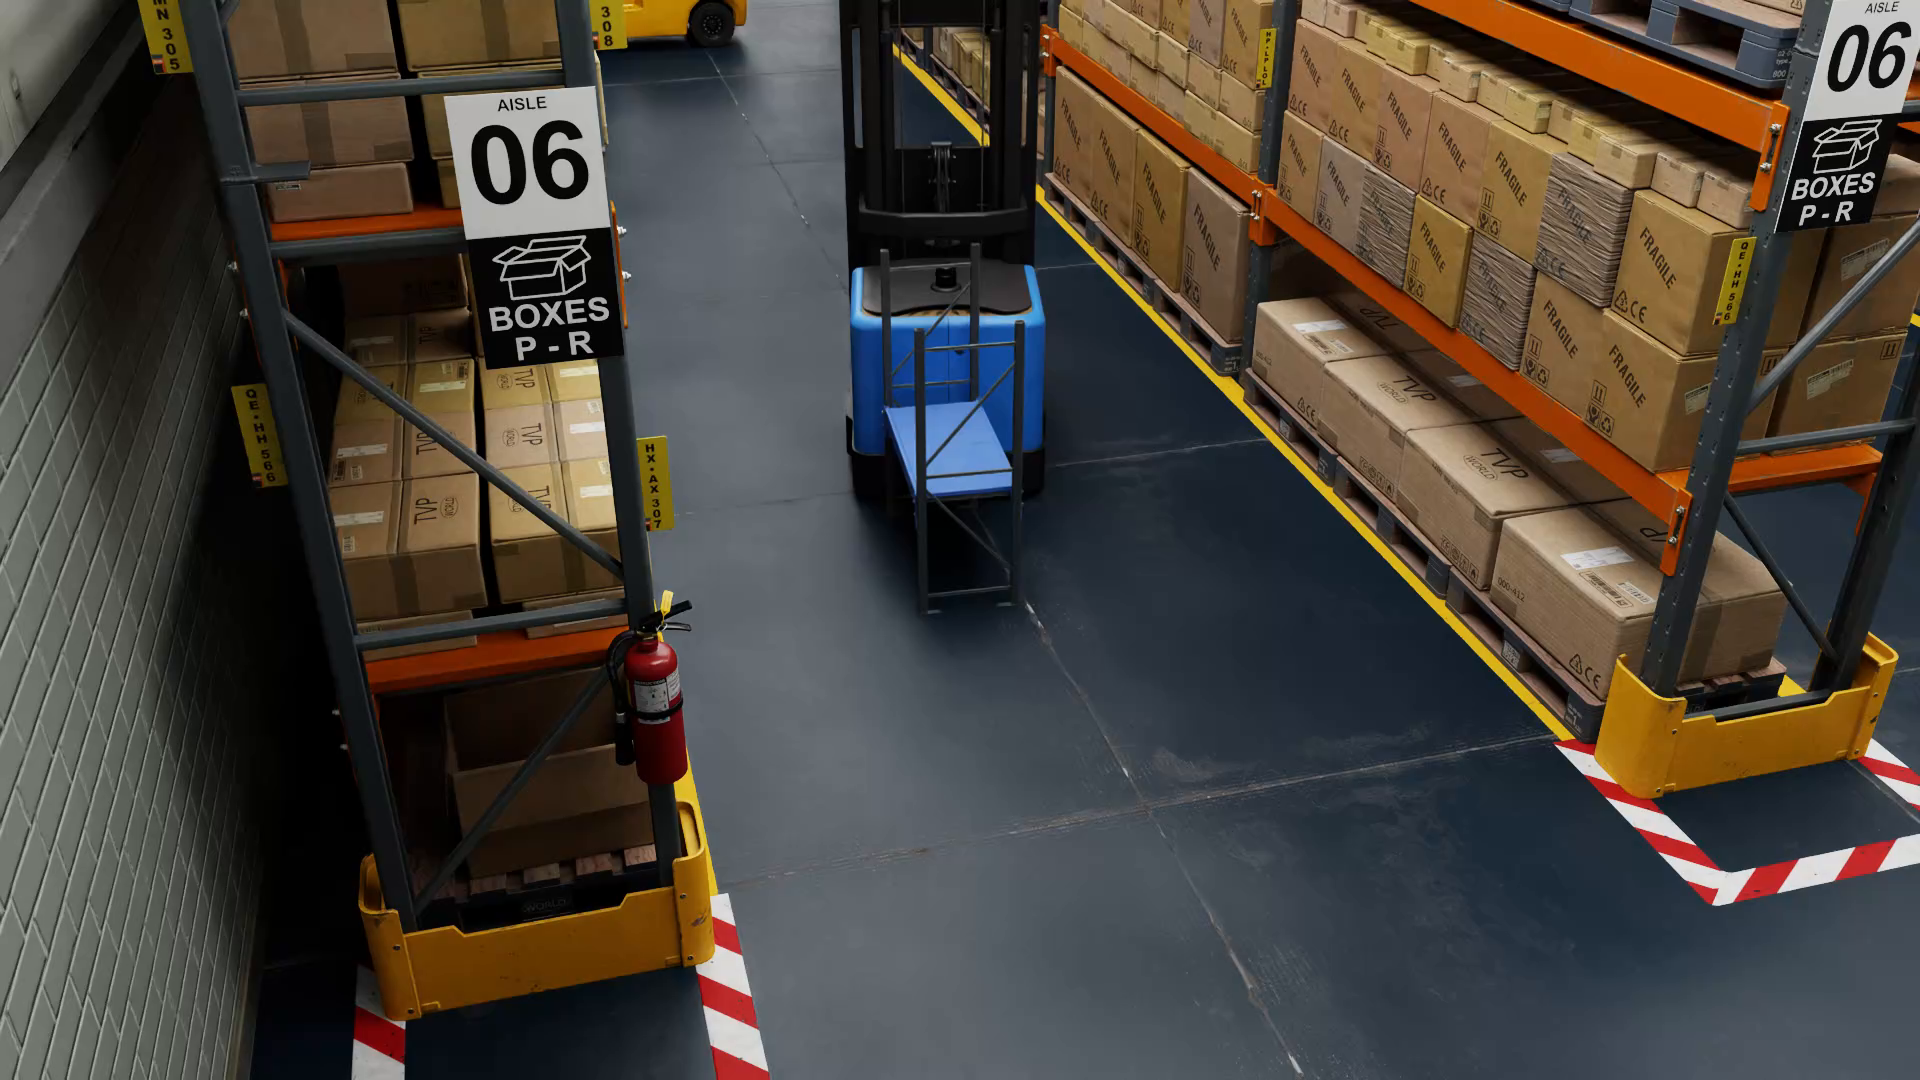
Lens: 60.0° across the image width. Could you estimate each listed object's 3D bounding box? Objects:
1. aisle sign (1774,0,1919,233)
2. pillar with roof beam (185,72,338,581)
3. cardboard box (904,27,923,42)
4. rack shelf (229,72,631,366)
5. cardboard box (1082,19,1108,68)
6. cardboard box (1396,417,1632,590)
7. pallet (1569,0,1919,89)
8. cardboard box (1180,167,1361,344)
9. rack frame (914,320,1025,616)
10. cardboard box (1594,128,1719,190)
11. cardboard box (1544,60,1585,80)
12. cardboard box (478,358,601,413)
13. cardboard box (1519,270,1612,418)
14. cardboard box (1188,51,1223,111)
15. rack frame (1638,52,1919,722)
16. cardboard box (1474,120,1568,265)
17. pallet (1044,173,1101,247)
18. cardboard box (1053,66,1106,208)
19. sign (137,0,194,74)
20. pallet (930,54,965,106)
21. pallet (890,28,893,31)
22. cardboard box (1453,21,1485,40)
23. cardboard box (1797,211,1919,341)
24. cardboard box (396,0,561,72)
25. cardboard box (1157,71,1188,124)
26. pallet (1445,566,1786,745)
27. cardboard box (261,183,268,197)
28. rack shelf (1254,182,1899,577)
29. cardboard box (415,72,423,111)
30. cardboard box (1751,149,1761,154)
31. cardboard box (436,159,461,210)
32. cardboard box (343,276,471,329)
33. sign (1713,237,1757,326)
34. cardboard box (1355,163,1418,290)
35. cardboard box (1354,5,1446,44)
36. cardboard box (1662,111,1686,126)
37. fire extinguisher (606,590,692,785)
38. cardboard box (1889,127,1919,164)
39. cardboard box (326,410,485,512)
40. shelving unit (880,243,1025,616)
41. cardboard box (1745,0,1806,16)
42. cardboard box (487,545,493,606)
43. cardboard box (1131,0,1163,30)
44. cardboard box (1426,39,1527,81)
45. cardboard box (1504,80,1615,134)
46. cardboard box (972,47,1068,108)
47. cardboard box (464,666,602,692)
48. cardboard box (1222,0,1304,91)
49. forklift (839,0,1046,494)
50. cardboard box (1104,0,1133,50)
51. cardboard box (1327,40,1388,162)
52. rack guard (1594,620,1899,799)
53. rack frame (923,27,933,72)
[{"bbox_3d":[3.028,-1.437,5.643,0.394,0.787,0.004,-8,31,-13],"label":"aisle sign"},{"bbox_3d":[0.928,-4.371,7.318,9.100,9.000,0.400,-8,31,-13],"label":"pillar with roof beam"},{"bbox_3d":[-0.293,-5.425,17.454,0.500,0.250,0.500,-6,31,-11],"label":"cardboard box"},{"bbox_3d":[-2.008,-1.679,6.380,1.077,0.370,4.000,-8,31,-13],"label":"rack shelf"},{"bbox_3d":[1.225,-3.671,12.248,0.500,0.250,0.500,-9,31,-15],"label":"cardboard box"},{"bbox_3d":[2.785,-0.207,8.252,0.875,0.438,0.875,-7,31,-12],"label":"cardboard box"},{"bbox_3d":[3.101,-2.005,6.313,1.003,0.211,1.213,-8,31,-13],"label":"pallet"},{"bbox_3d":[2.004,-1.871,10.690,0.875,0.875,0.875,-7,31,-12],"label":"cardboard box"},{"bbox_3d":[0.044,-0.308,7.785,0.500,1.500,0.032,-6,31,-9],"label":"rack frame"},{"bbox_3d":[2.779,-1.524,6.644,0.380,0.149,0.250,-8,31,-14],"label":"cardboard box"},{"bbox_3d":[2.993,-2.228,7.859,0.380,0.149,0.250,-8,31,-13],"label":"cardboard box"},{"bbox_3d":[-1.609,-0.533,6.529,0.500,0.250,0.500,-8,31,-14],"label":"cardboard box"},{"bbox_3d":[2.806,-0.873,7.165,0.500,0.500,0.500,-8,31,-14],"label":"cardboard box"},{"bbox_3d":[1.755,-2.892,10.403,0.500,0.250,0.500,-7,31,-12],"label":"cardboard box"},{"bbox_3d":[3.308,-0.388,6.426,1.000,3.000,0.127,-8,31,-13],"label":"rack frame"},{"bbox_3d":[2.655,-1.553,7.341,0.500,0.500,0.500,-8,31,-14],"label":"cardboard box"},{"bbox_3d":[1.321,-2.654,13.125,1.003,0.211,1.213,-8,31,-13],"label":"pallet"},{"bbox_3d":[1.288,-3.169,12.933,0.875,0.875,0.875,-8,31,-14],"label":"cardboard box"},{"bbox_3d":[-2.017,-1.343,4.198,0.100,0.325,0.005,-8,31,-13],"label":"sign"},{"bbox_3d":[0.331,-4.601,16.488,1.003,0.211,1.213,-8,31,-13],"label":"pallet"},{"bbox_3d":[-0.417,-5.887,18.710,1.003,0.211,1.213,-8,31,-13],"label":"pallet"},{"bbox_3d":[2.741,-2.587,8.479,0.380,0.149,0.250,-8,31,-14],"label":"cardboard box"},{"bbox_3d":[3.455,-1.134,6.616,0.500,0.500,0.500,-9,31,-14],"label":"cardboard box"},{"bbox_3d":[-1.353,-1.552,4.797,0.500,0.250,0.500,-8,31,-14],"label":"cardboard box"},{"bbox_3d":[1.634,-2.930,10.968,0.500,0.250,0.500,-9,31,-15],"label":"cardboard box"},{"bbox_3d":[3.020,0.443,7.774,1.003,0.211,1.213,-8,31,-13],"label":"pallet"},{"bbox_3d":[-1.914,-1.159,5.014,0.380,0.149,0.250,-7,31,-12],"label":"cardboard box"},{"bbox_3d":[2.777,-1.042,8.275,1.077,0.370,4.000,-8,31,-13],"label":"rack shelf"},{"bbox_3d":[-1.486,-1.582,5.347,0.500,0.250,0.500,-7,31,-12],"label":"cardboard box"},{"bbox_3d":[3.342,-1.470,6.550,0.380,0.149,0.250,-7,31,-12],"label":"cardboard box"},{"bbox_3d":[-1.337,-1.100,4.913,0.380,0.149,0.250,-7,31,-12],"label":"cardboard box"},{"bbox_3d":[-2.393,-0.956,7.260,0.500,0.250,0.500,-7,31,-12],"label":"cardboard box"},{"bbox_3d":[2.781,-0.926,5.963,0.100,0.325,0.005,-8,31,-13],"label":"sign"},{"bbox_3d":[2.374,-1.617,8.449,0.500,0.500,0.500,-8,31,-13],"label":"cardboard box"},{"bbox_3d":[2.272,-2.650,8.589,0.380,0.149,0.250,-8,31,-14],"label":"cardboard box"},{"bbox_3d":[3.176,-1.855,7.216,0.380,0.149,0.250,-8,31,-13],"label":"cardboard box"},{"bbox_3d":[-0.992,0.478,5.379,0.296,0.674,0.183,-8,31,-13],"label":"fire extinguisher"},{"bbox_3d":[6.550,-2.777,11.882,0.500,0.250,0.500,-9,31,-15],"label":"cardboard box"},{"bbox_3d":[-1.991,-0.226,5.999,0.500,0.250,0.500,-8,31,-13],"label":"cardboard box"},{"bbox_3d":[-0.052,-0.558,8.217,0.538,1.500,1.048,-6,31,-9],"label":"shelving unit"},{"bbox_3d":[3.101,-2.052,5.937,0.500,0.250,0.500,-11,32,-18],"label":"cardboard box"},{"bbox_3d":[-1.832,0.127,5.786,0.380,0.149,0.250,-7,31,-12],"label":"cardboard box"},{"bbox_3d":[1.473,-3.723,11.089,0.500,0.500,0.500,-7,31,-12],"label":"cardboard box"},{"bbox_3d":[2.467,-2.279,7.948,0.380,0.149,0.250,-8,31,-13],"label":"cardboard box"},{"bbox_3d":[2.628,-1.900,7.293,0.380,0.149,0.250,-7,31,-12],"label":"cardboard box"},{"bbox_3d":[0.645,-4.293,15.376,0.950,0.372,0.625,-7,31,-12],"label":"cardboard box"},{"bbox_3d":[-1.737,0.448,7.058,0.700,0.500,0.500,-7,31,-11],"label":"cardboard box"},{"bbox_3d":[1.885,-2.978,9.803,0.500,0.500,0.500,-7,31,-12],"label":"cardboard box"},{"bbox_3d":[-0.121,-2.221,9.662,1.130,2.935,3.031,-1,30,-2],"label":"forklift"},{"bbox_3d":[1.337,-3.633,11.684,0.500,0.250,0.500,-8,31,-13],"label":"cardboard box"},{"bbox_3d":[2.267,-2.289,8.612,0.500,0.500,0.500,-8,31,-14],"label":"cardboard box"},{"bbox_3d":[3.314,0.706,7.032,1.175,0.500,0.348,-8,31,-13],"label":"rack guard"},{"bbox_3d":[0.123,-6.184,16.439,1.000,3.000,0.127,-8,31,-13],"label":"rack frame"}]
